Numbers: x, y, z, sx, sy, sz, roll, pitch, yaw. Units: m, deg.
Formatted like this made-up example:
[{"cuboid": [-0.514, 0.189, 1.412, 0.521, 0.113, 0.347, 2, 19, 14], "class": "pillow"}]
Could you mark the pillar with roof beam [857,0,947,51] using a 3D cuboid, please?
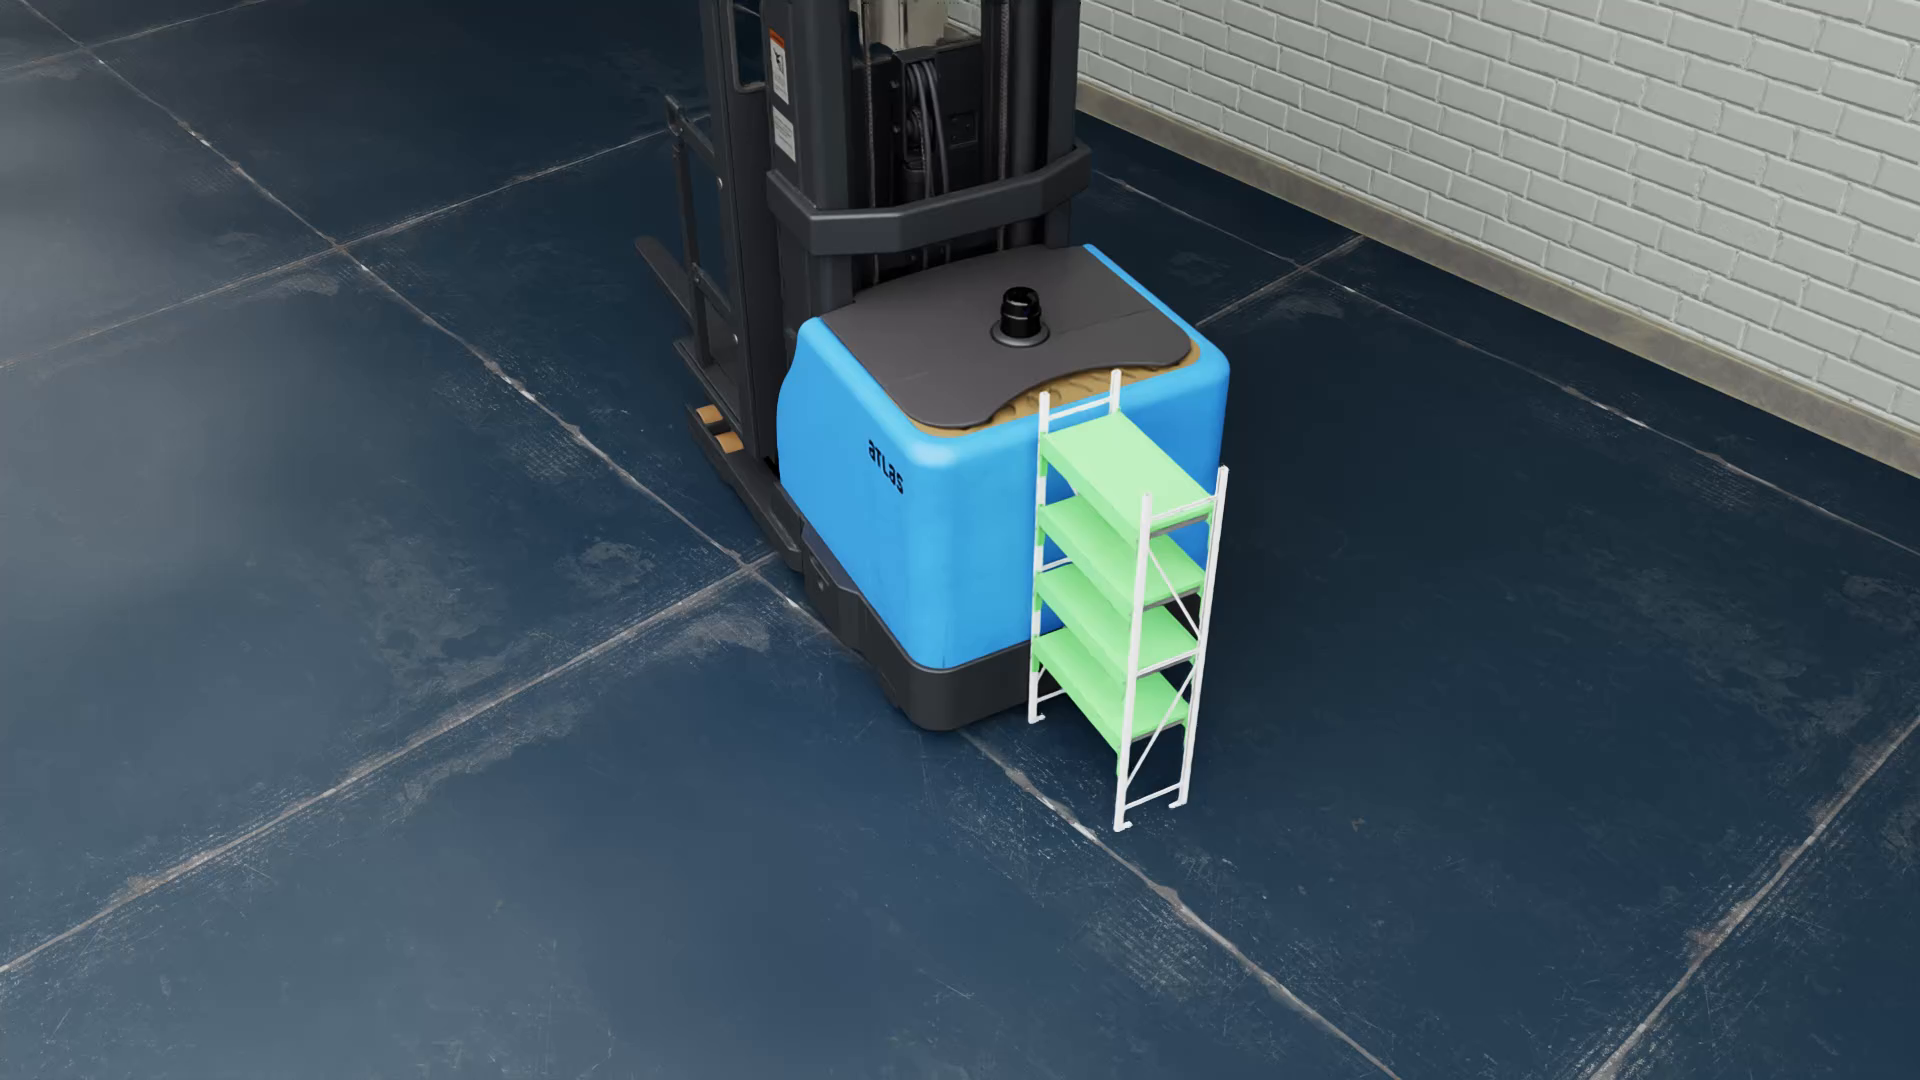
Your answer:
[{"cuboid": [-3.482, -4.375, 4.005, 9.100, 9.000, 0.400, -30, 48, -32], "class": "pillar with roof beam"}]

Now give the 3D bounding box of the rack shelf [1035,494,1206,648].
[{"cuboid": [0.431, 0.053, 4.450, 0.258, 0.148, 0.480, -19, 42, -21], "class": "rack shelf"}]

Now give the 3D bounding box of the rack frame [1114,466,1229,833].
[{"cuboid": [0.546, 0.325, 4.393, 0.240, 1.200, 0.015, -19, 42, -21], "class": "rack frame"}]

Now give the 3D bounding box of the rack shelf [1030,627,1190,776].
[{"cuboid": [0.431, 0.426, 4.751, 0.258, 0.148, 0.480, -19, 42, -21], "class": "rack shelf"}]

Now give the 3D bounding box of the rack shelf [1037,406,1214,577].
[{"cuboid": [0.431, -0.134, 4.299, 0.258, 0.148, 0.480, -19, 42, -21], "class": "rack shelf"}]

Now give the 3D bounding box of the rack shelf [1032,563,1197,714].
[{"cuboid": [0.431, 0.239, 4.600, 0.258, 0.148, 0.480, -19, 42, -21], "class": "rack shelf"}]

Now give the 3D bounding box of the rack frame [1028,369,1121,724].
[{"cuboid": [0.317, 0.054, 4.728, 0.240, 1.200, 0.015, -19, 42, -21], "class": "rack frame"}]

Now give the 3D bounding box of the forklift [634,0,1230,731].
[{"cuboid": [-0.354, -1.488, 5.260, 1.130, 2.935, 3.031, -19, 42, -21], "class": "forklift"}]

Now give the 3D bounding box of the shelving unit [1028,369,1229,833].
[{"cuboid": [0.431, 0.190, 4.560, 0.258, 1.200, 0.503, -19, 42, -21], "class": "shelving unit"}]
